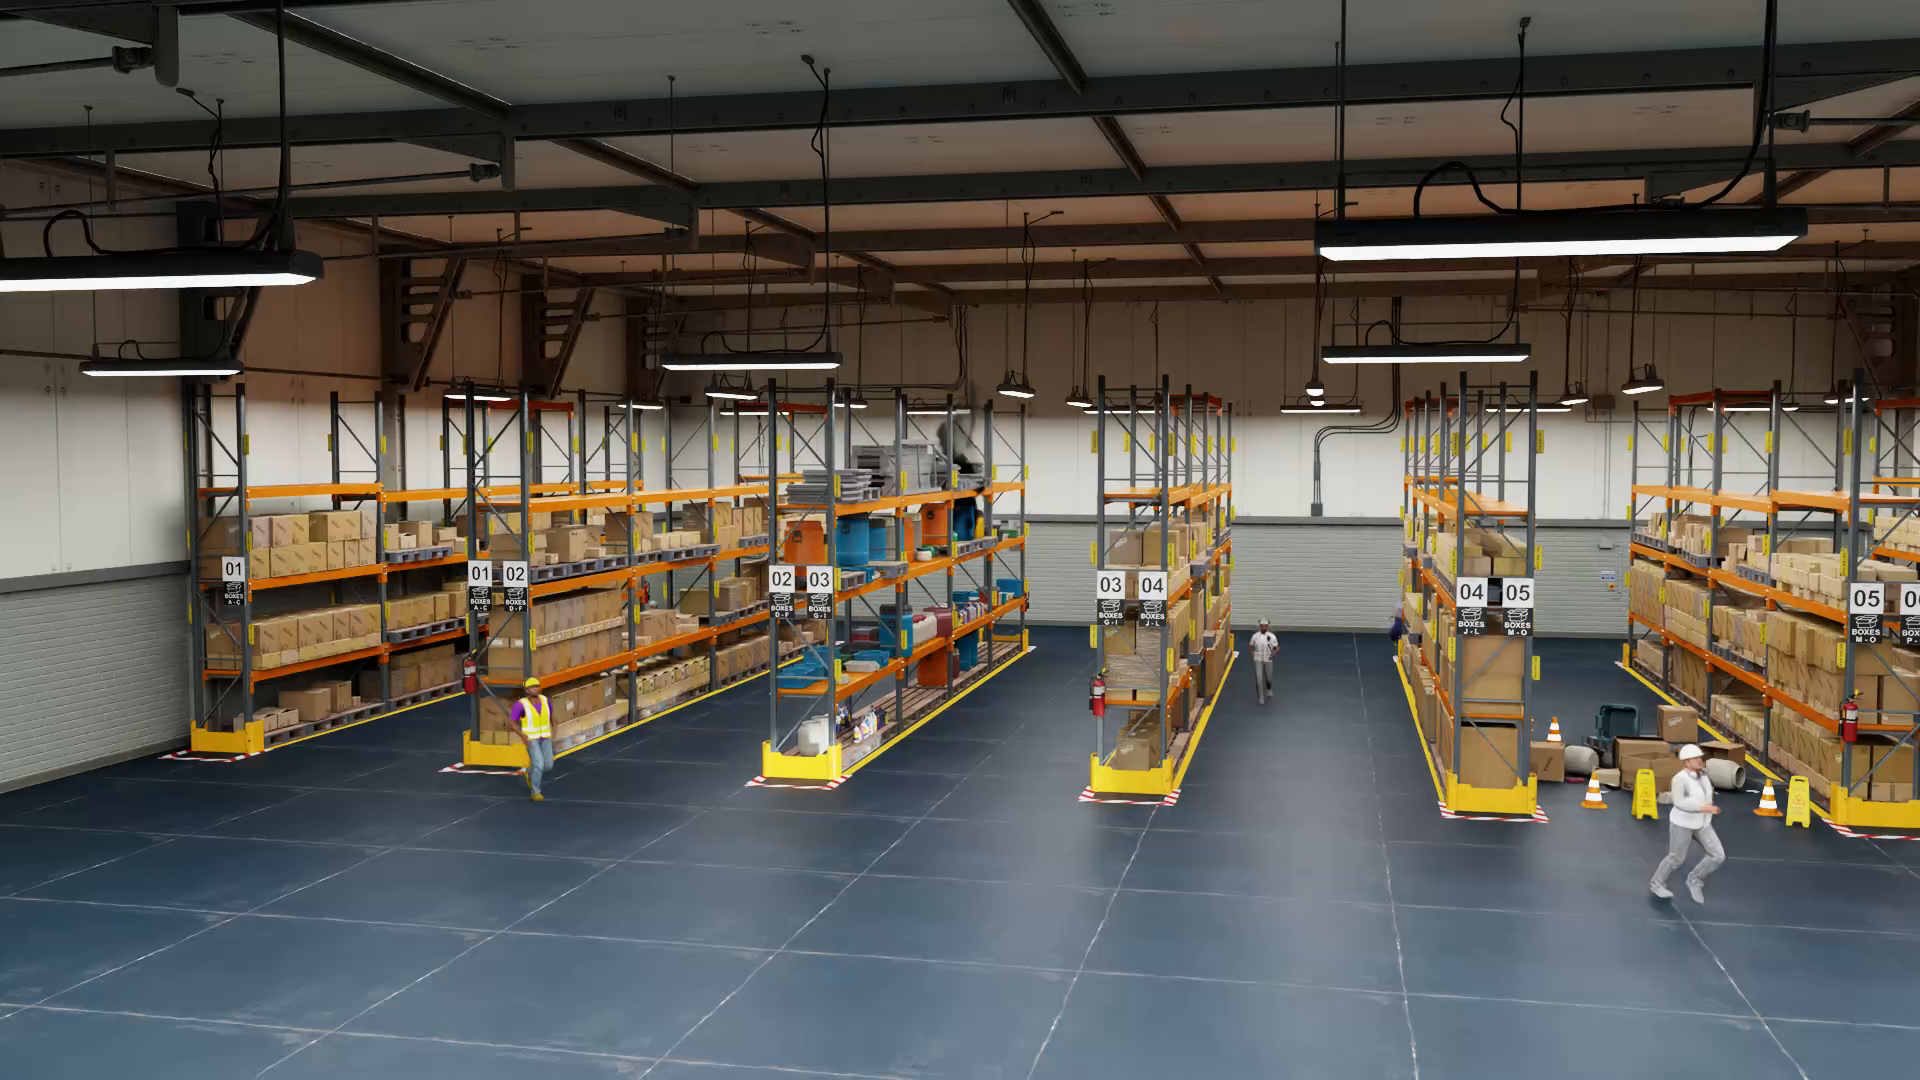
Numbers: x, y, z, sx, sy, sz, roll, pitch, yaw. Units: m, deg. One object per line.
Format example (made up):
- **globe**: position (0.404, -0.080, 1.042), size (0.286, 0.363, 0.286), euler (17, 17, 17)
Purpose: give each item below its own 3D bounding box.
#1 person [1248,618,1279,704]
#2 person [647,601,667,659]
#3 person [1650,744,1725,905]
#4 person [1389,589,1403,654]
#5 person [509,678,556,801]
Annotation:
- **person**: position (5.865, 2.332, 32.217), size (0.591, 1.652, 0.578), euler (1, 3, 15)
- **person**: position (-6.559, 2.139, 35.942), size (0.630, 1.662, 0.879), euler (1, 3, 17)
- **person**: position (7.944, 3.081, 18.045), size (0.664, 1.753, 0.853), euler (-1, 4, -24)
- **person**: position (10.464, 1.948, 39.494), size (0.562, 1.588, 0.664), euler (0, 3, -3)
- **person**: position (-6.025, 2.800, 23.512), size (0.693, 1.731, 0.557), euler (-3, 4, -43)
